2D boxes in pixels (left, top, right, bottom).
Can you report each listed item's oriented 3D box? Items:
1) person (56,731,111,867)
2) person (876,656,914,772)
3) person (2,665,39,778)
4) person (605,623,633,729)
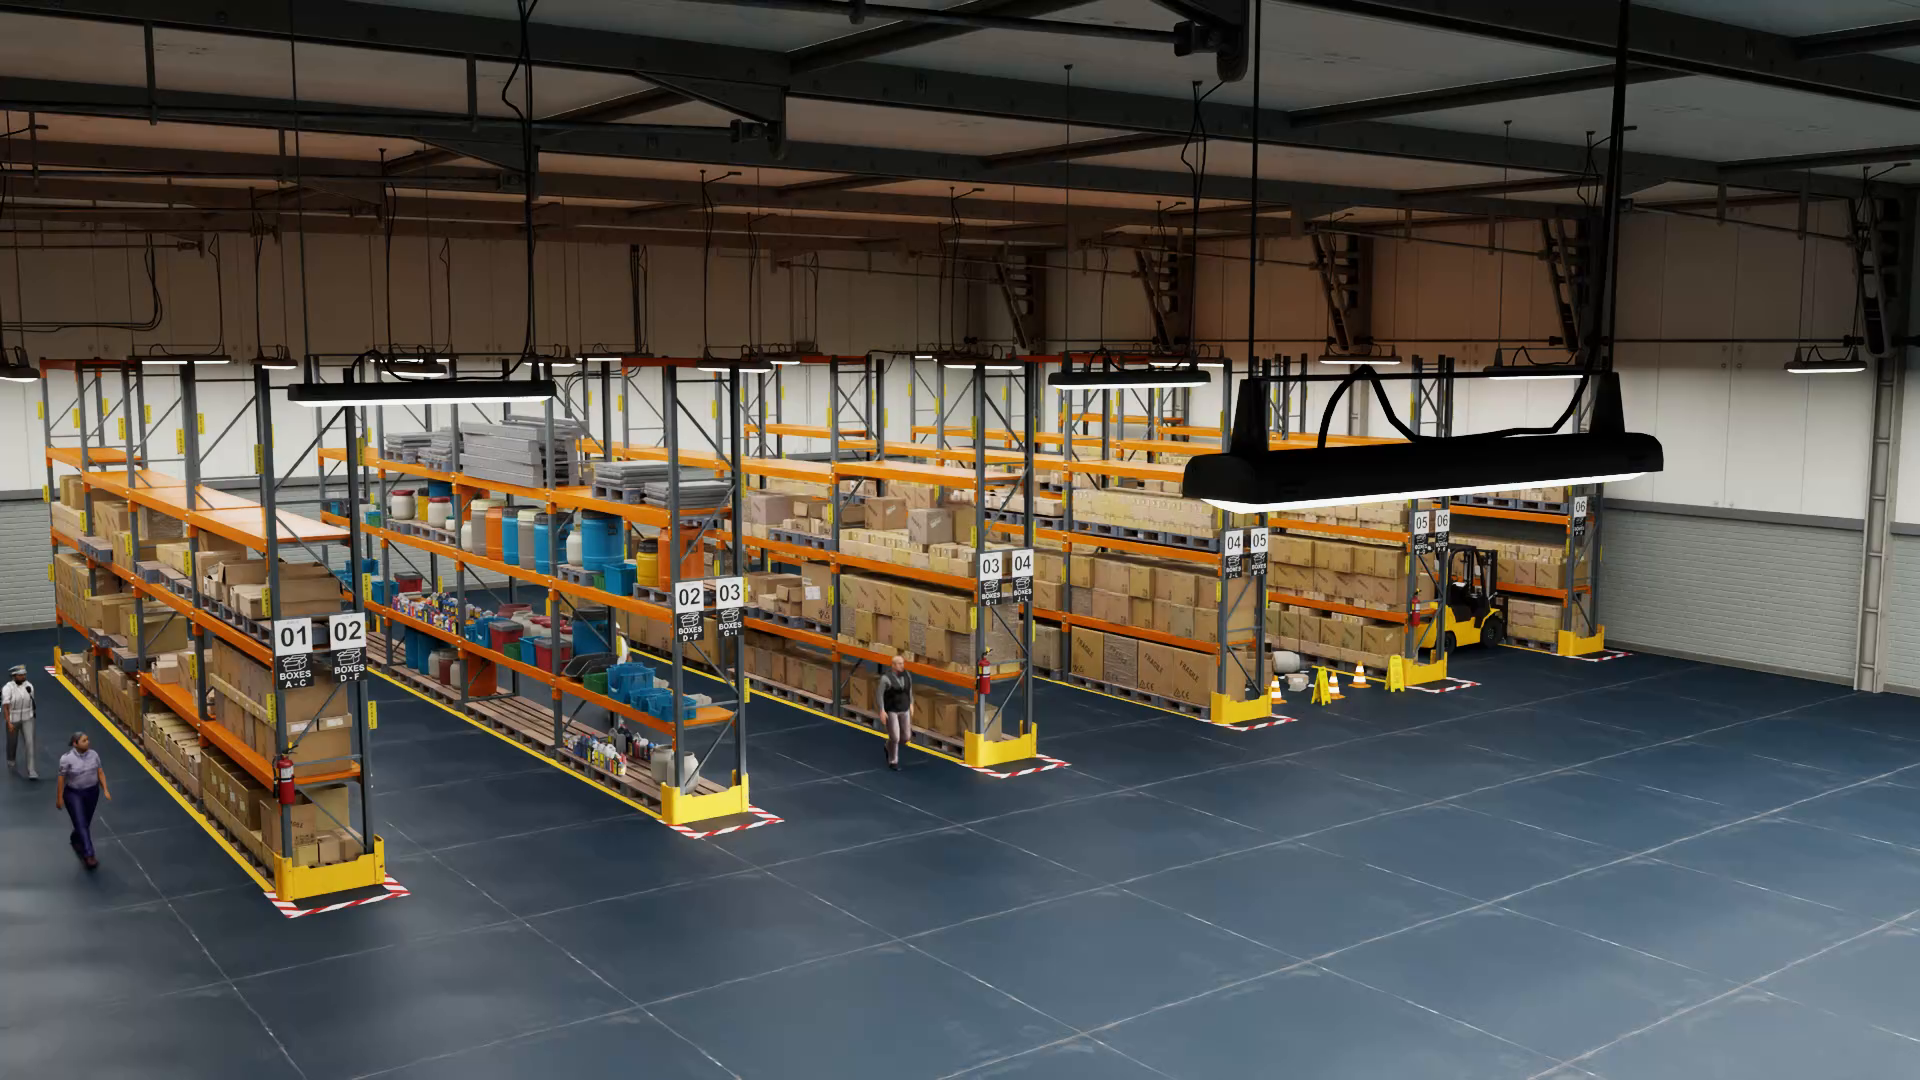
[{"bbox_3d":[-10.684,3.103,20.271,1.069,1.580,0.537,5,9,38],"label":"person"},{"bbox_3d":[-0.992,2.539,24.681,0.633,1.708,0.601,-5,9,-37],"label":"person"},{"bbox_3d":[-13.696,2.604,24.213,0.431,1.617,1.045,-5,9,-36],"label":"person"},{"bbox_3d":[-5.598,2.185,27.208,0.622,1.711,1.087,-6,9,-41],"label":"person"}]
